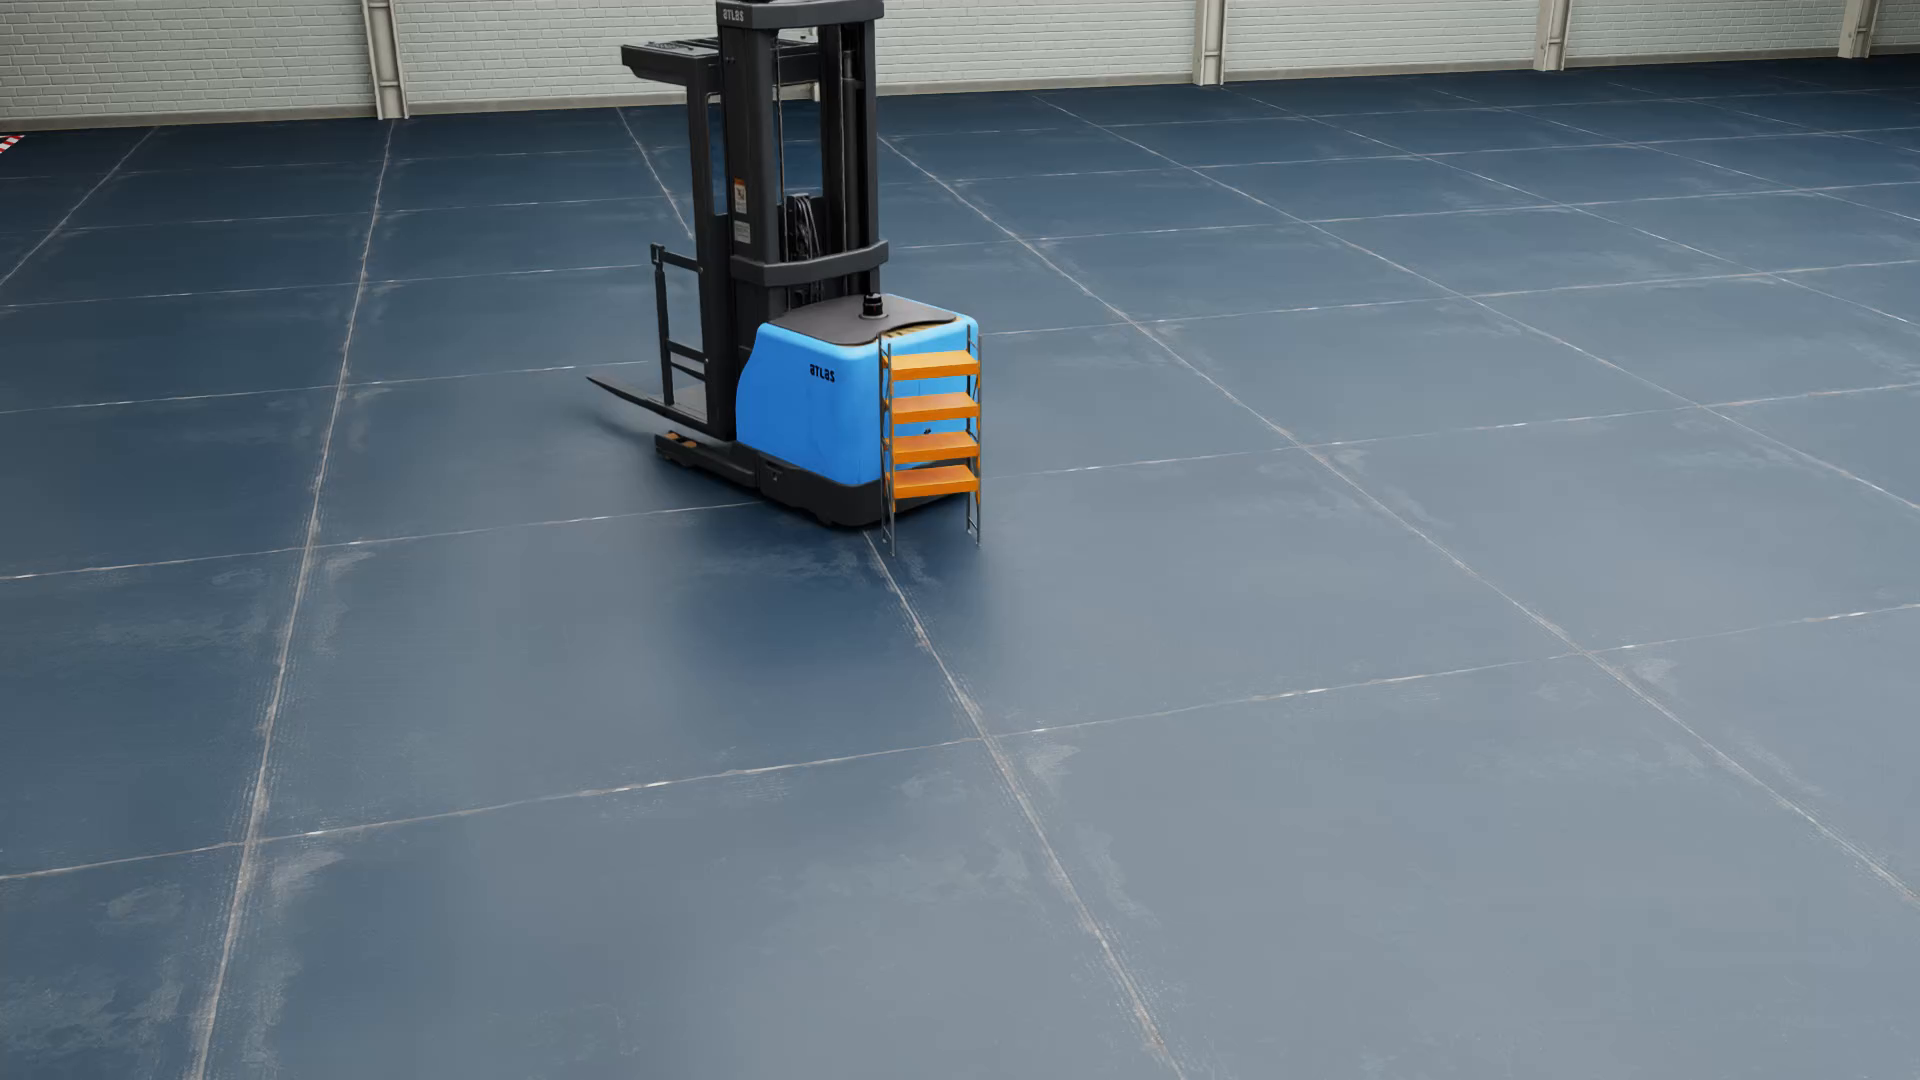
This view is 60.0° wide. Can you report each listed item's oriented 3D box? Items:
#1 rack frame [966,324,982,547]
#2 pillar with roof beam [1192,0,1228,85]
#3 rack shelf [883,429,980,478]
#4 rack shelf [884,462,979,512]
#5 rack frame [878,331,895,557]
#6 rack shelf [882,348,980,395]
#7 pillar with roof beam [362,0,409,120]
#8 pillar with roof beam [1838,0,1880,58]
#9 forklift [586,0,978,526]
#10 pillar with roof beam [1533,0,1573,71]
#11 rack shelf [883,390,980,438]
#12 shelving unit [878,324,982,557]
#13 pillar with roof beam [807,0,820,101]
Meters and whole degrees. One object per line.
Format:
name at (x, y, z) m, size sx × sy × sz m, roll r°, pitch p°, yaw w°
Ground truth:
rack frame at (0.076, -0.560, 9.033) m, size 0.015 × 1.200 × 0.240 m, roll -6°, pitch 24°, yaw -14°
pillar with roof beam at (4.987, -9.551, 20.097) m, size 0.400 × 9.000 × 9.100 m, roll -6°, pitch 24°, yaw -14°
rack shelf at (-0.159, -0.472, 8.999) m, size 0.480 × 0.148 × 0.258 m, roll -6°, pitch 24°, yaw -14°
rack shelf at (-0.159, -0.289, 9.077) m, size 0.480 × 0.148 × 0.258 m, roll -6°, pitch 24°, yaw -14°
rack frame at (-0.394, -0.508, 8.912) m, size 0.015 × 1.200 × 0.240 m, roll -6°, pitch 24°, yaw -14°
rack shelf at (-0.159, -0.895, 8.817) m, size 0.480 × 0.148 × 0.258 m, roll -6°, pitch 24°, yaw -14°
pillar with roof beam at (-6.567, -8.273, 17.118) m, size 0.400 × 9.000 × 9.100 m, roll -6°, pitch 24°, yaw -14°
pillar with roof beam at (16.541, -10.829, 23.075) m, size 0.400 × 9.000 × 9.100 m, roll -6°, pitch 24°, yaw -14°
forklift at (-1.260, -1.915, 9.997) m, size 1.130 × 2.935 × 3.031 m, roll -21°, pitch 31°, yaw -39°
pillar with roof beam at (10.764, -10.190, 21.586) m, size 0.400 × 9.000 × 9.100 m, roll -6°, pitch 24°, yaw -14°
rack shelf at (-0.159, -0.677, 8.911) m, size 0.480 × 0.148 × 0.258 m, roll -6°, pitch 24°, yaw -14°
shelving unit at (-0.159, -0.534, 8.972) m, size 0.503 × 1.200 × 0.258 m, roll -6°, pitch 24°, yaw -14°
pillar with roof beam at (-0.790, -8.912, 18.607) m, size 0.400 × 9.000 × 9.100 m, roll -6°, pitch 24°, yaw -14°
